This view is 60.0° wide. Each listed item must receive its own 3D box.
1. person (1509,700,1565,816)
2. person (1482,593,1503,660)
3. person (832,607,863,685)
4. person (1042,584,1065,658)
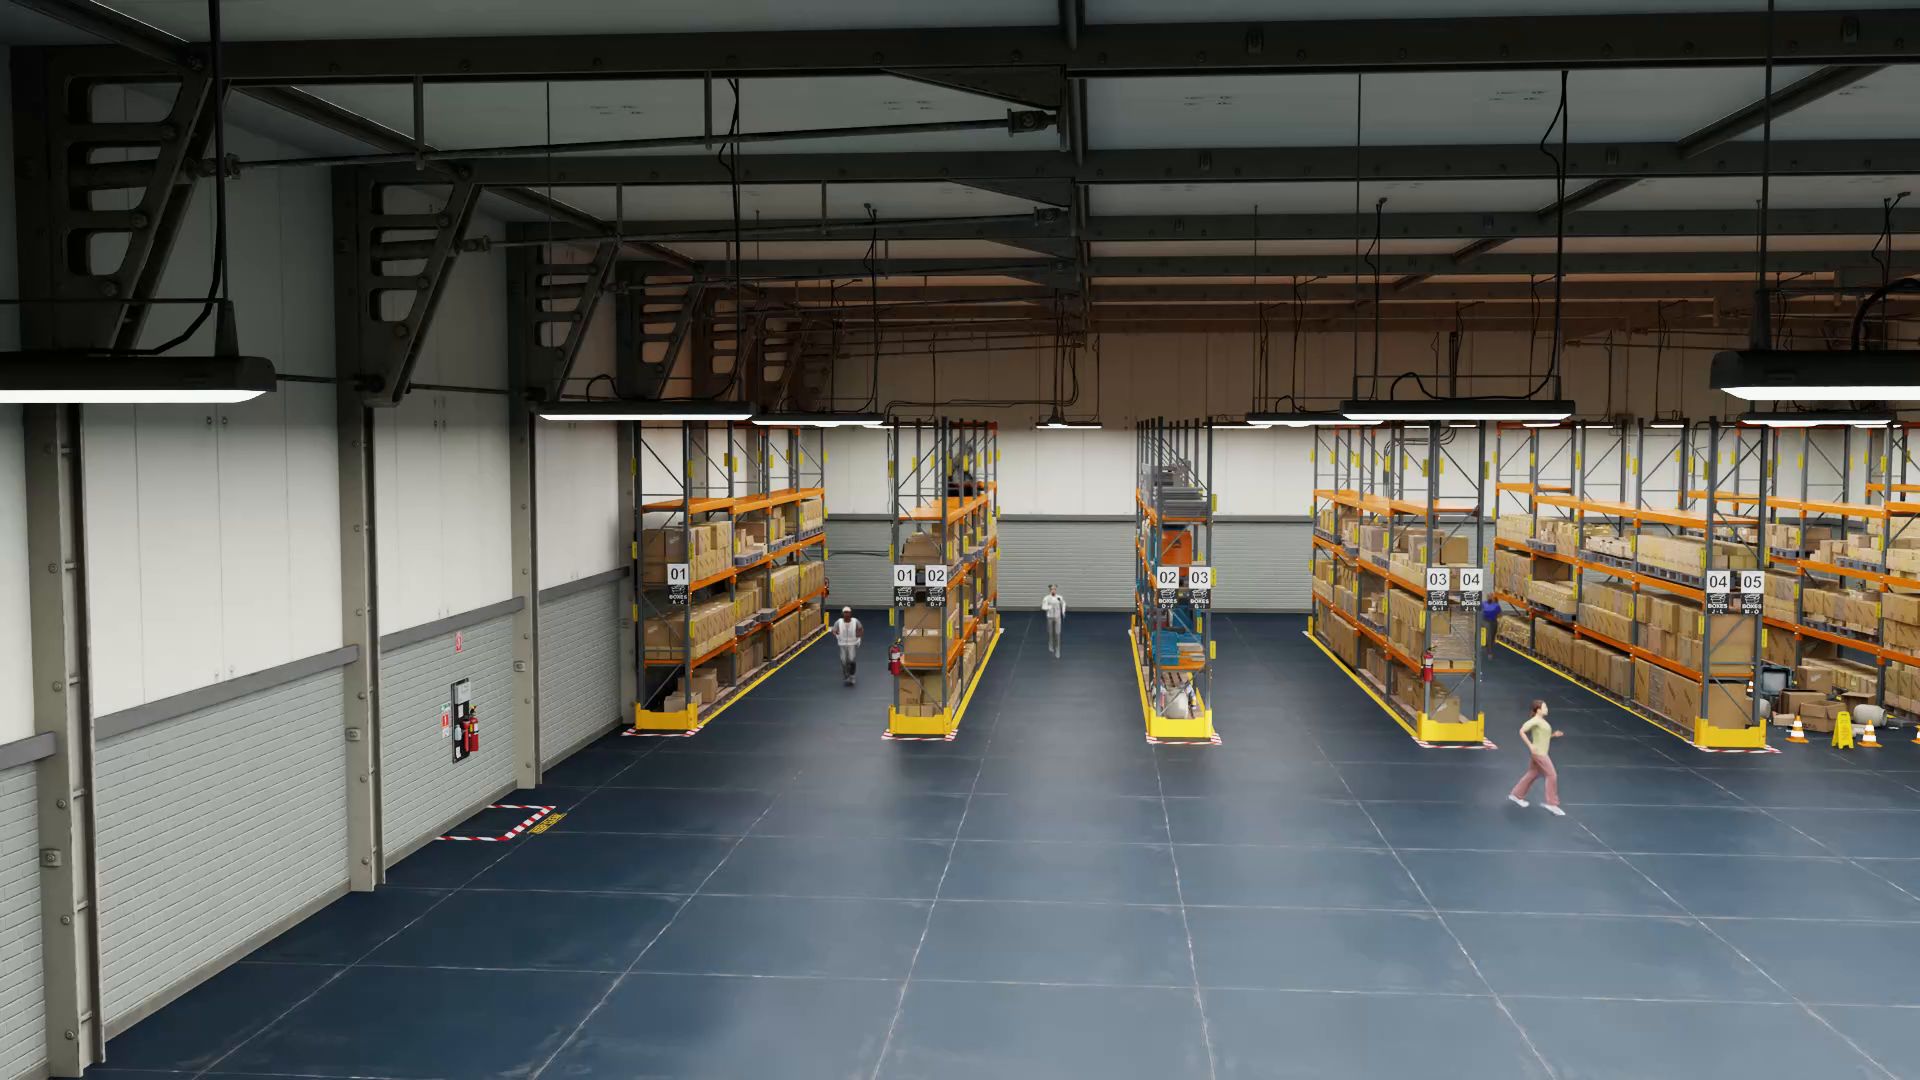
[{"bbox_3d":[8.672,3.244,24.951,0.830,1.715,0.552,2,4,24],"label":"person"},{"bbox_3d":[13.435,2.158,42.107,0.571,1.667,0.843,1,4,8],"label":"person"},{"bbox_3d":[-2.551,2.391,37.528,0.669,1.773,0.676,0,4,1],"label":"person"},{"bbox_3d":[2.290,1.951,40.528,0.582,1.792,0.722,0,4,1],"label":"person"}]
